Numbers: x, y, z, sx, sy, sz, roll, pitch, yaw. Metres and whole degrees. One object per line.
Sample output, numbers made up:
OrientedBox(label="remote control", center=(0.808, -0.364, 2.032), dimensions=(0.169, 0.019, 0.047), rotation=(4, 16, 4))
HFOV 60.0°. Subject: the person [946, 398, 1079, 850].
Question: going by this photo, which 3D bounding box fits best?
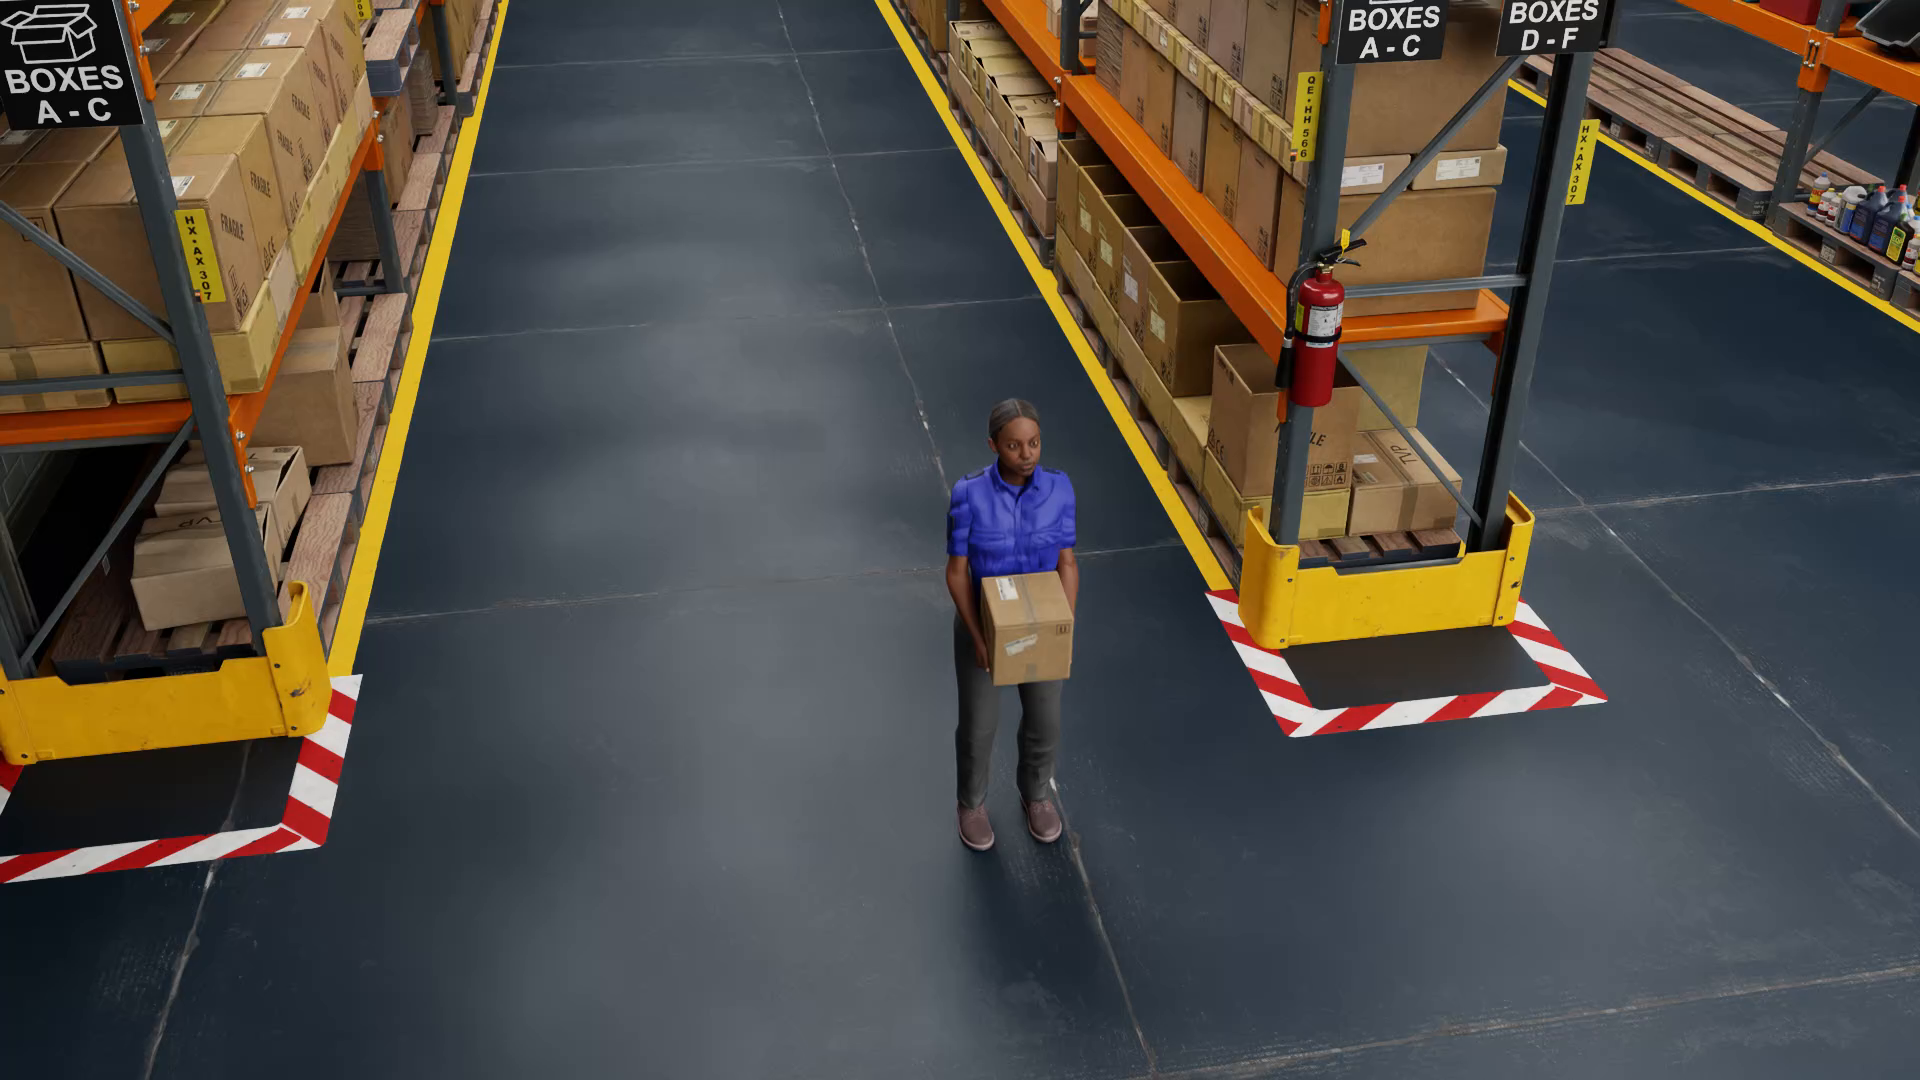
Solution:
OrientedBox(label="person", center=(0.181, 0.340, 5.578), dimensions=(0.450, 1.646, 0.517), rotation=(-5, 31, -8))
